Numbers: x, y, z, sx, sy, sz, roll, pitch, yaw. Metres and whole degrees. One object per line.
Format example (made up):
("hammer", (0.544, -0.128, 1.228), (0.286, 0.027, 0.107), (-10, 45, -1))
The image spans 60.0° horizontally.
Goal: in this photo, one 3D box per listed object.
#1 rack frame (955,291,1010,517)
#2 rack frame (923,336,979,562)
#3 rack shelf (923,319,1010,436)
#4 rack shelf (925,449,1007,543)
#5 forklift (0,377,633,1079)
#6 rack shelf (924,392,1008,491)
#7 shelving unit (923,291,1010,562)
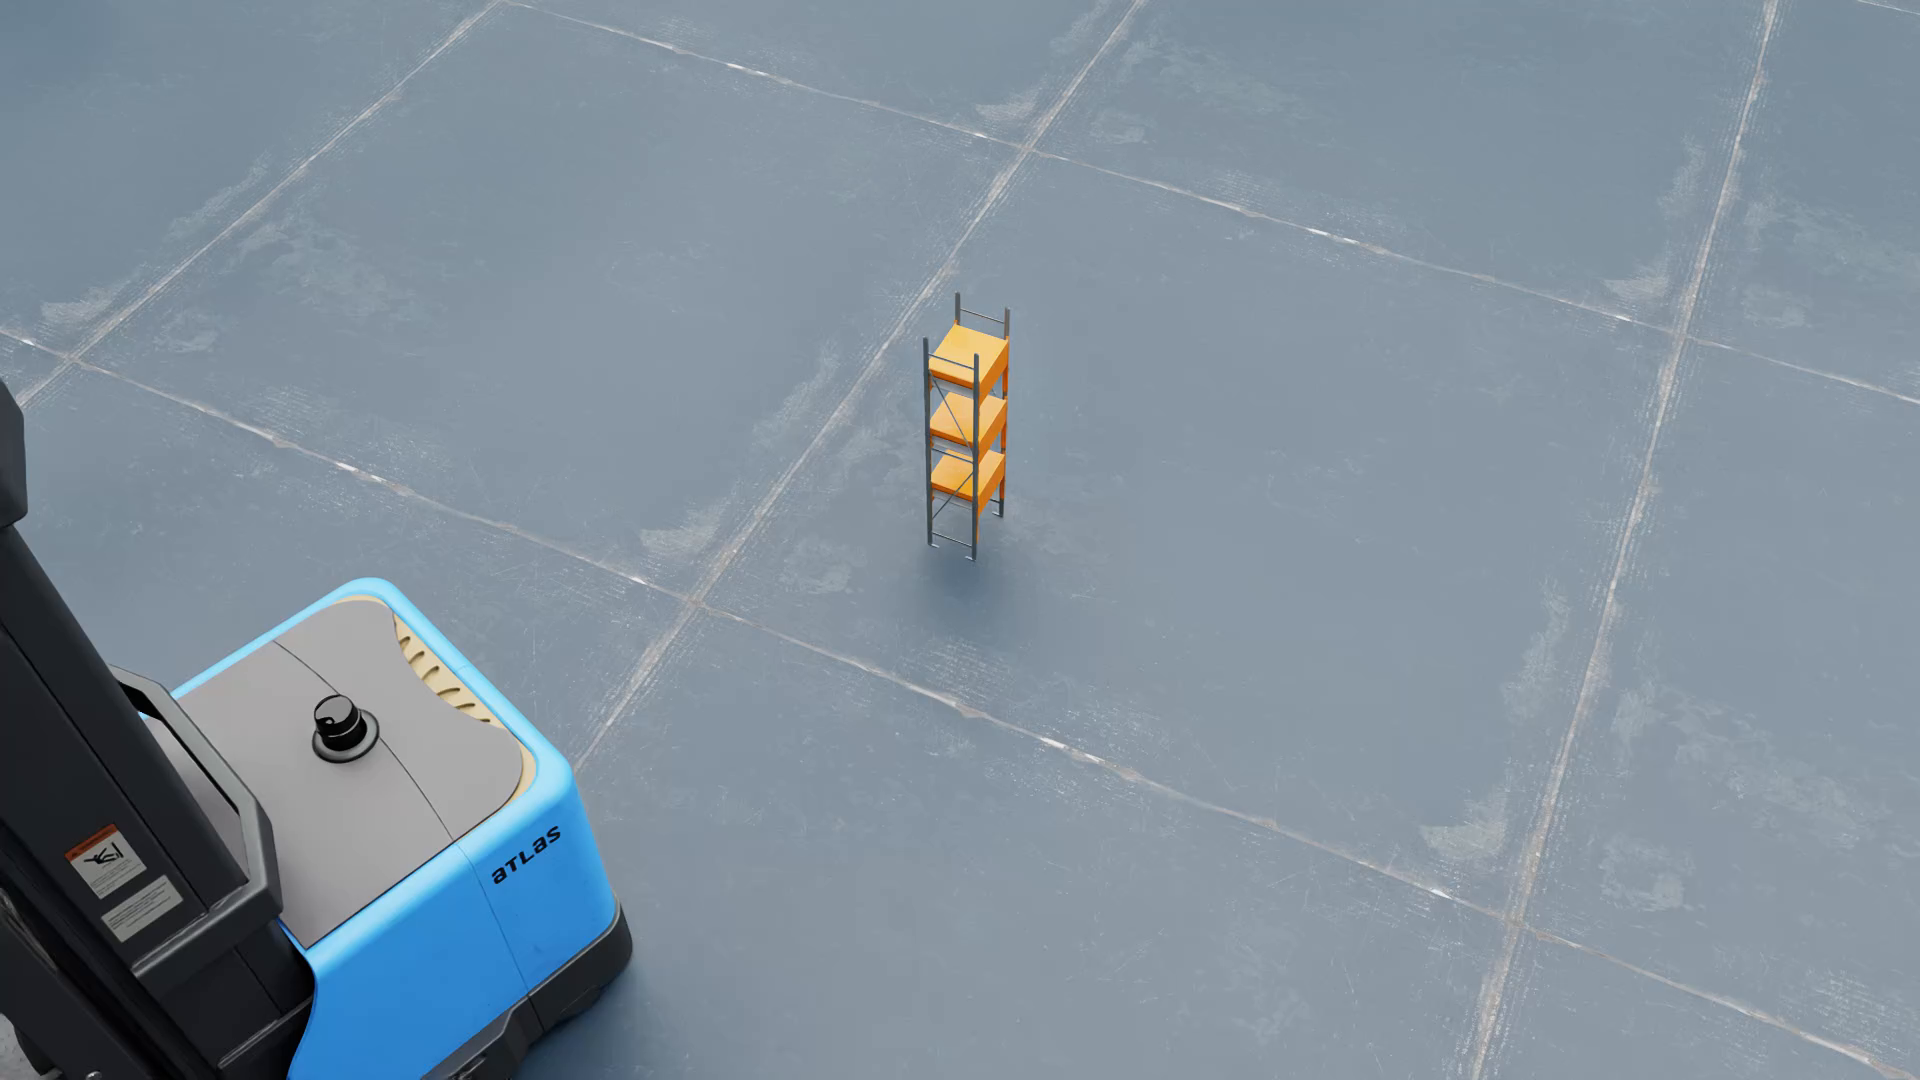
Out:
("rack frame", (0.075, -0.461, 5.953), (0.200, 1.050, 0.008), (20, 52, 16))
("rack frame", (-0.029, -0.293, 5.810), (0.200, 1.050, 0.008), (20, 52, 16))
("rack shelf", (0.023, -0.554, 5.673), (0.215, 0.259, 0.240), (20, 52, 16))
("rack shelf", (0.023, -0.190, 6.101), (0.215, 0.259, 0.240), (20, 52, 16))
("forklift", (-2.403, 0.879, 3.578), (3.031, 2.935, 1.130), (-37, 59, -27))
("rack shelf", (0.023, -0.370, 5.890), (0.215, 0.259, 0.240), (20, 52, 16))
("shelving unit", (0.023, -0.377, 5.882), (0.215, 1.050, 0.252), (20, 52, 16))
